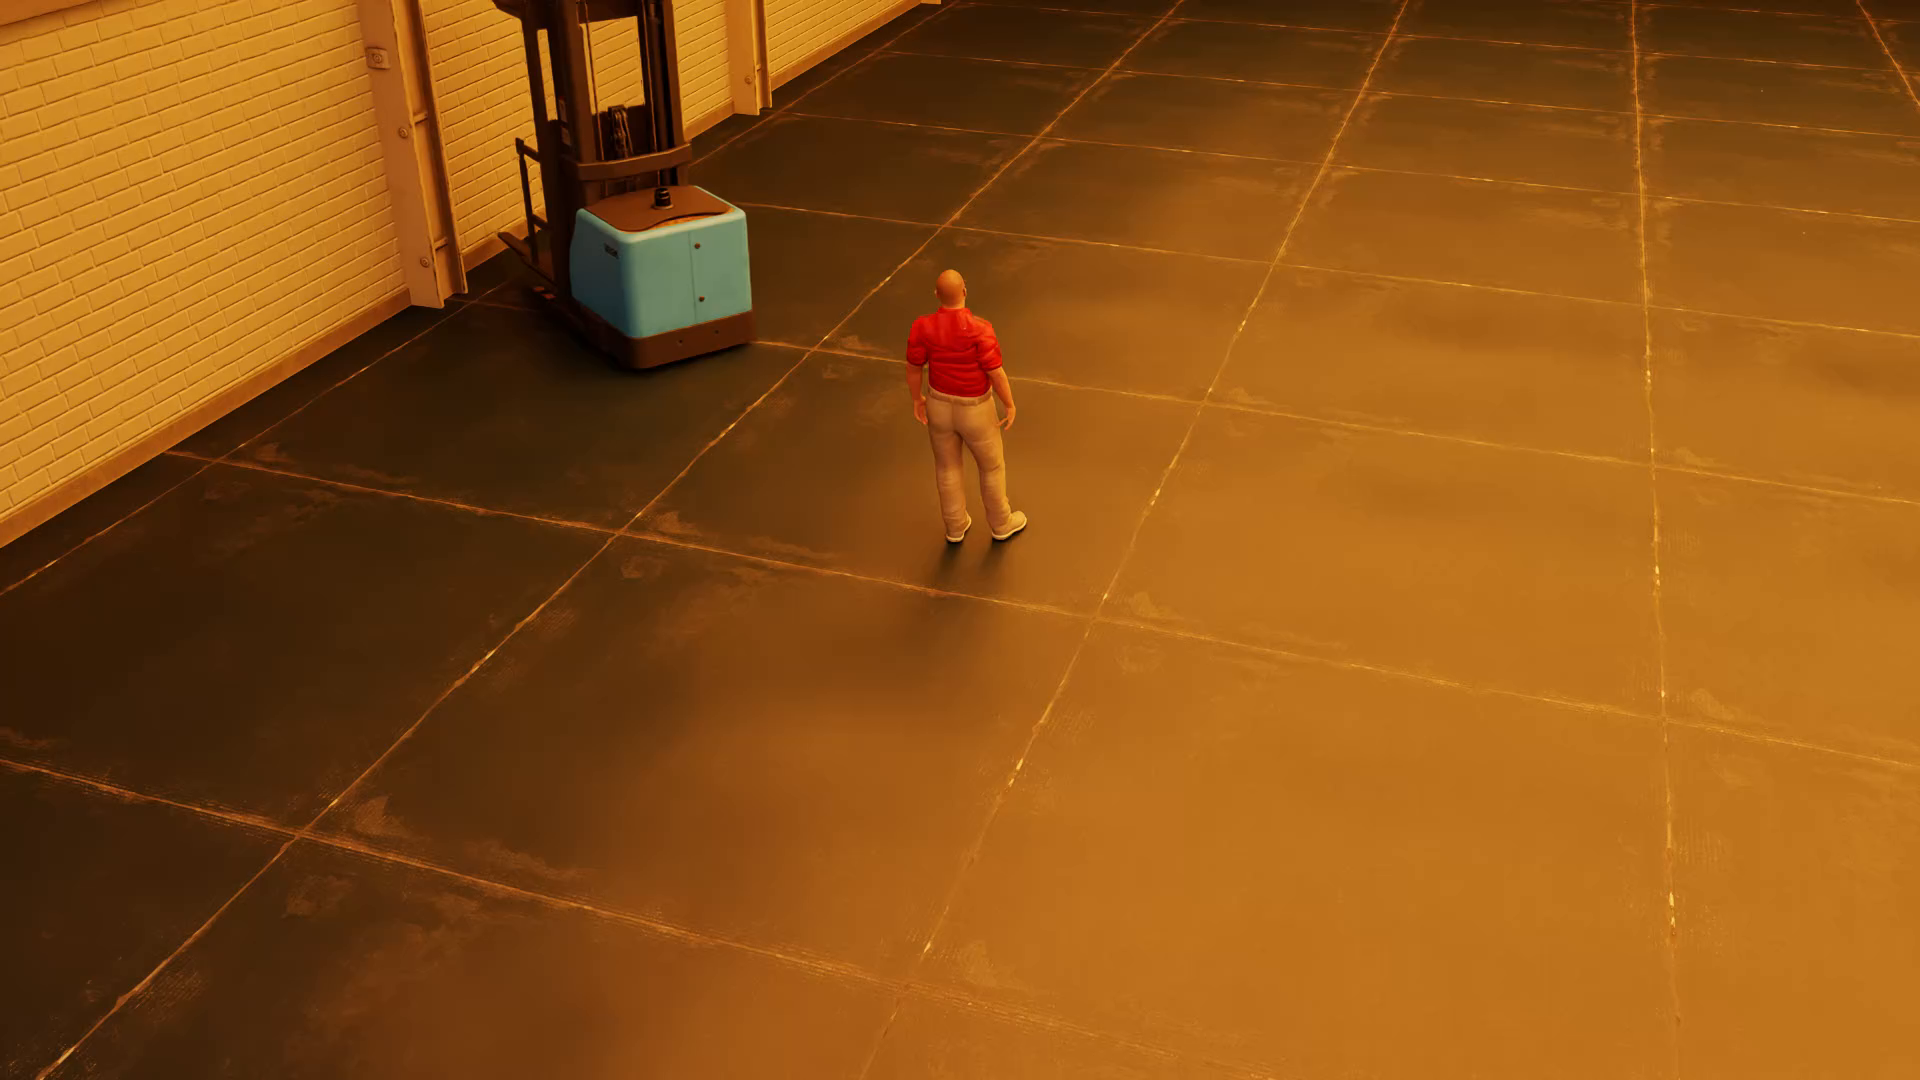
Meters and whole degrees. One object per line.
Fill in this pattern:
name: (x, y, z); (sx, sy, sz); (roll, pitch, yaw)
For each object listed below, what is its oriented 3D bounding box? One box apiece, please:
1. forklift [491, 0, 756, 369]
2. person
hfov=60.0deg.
forklift: (-2.817, -3.198, 12.746); (1.130, 2.935, 3.031); (-20, 35, -30)
person: (0.040, -0.798, 9.735); (0.642, 1.727, 0.550); (10, 31, 16)
